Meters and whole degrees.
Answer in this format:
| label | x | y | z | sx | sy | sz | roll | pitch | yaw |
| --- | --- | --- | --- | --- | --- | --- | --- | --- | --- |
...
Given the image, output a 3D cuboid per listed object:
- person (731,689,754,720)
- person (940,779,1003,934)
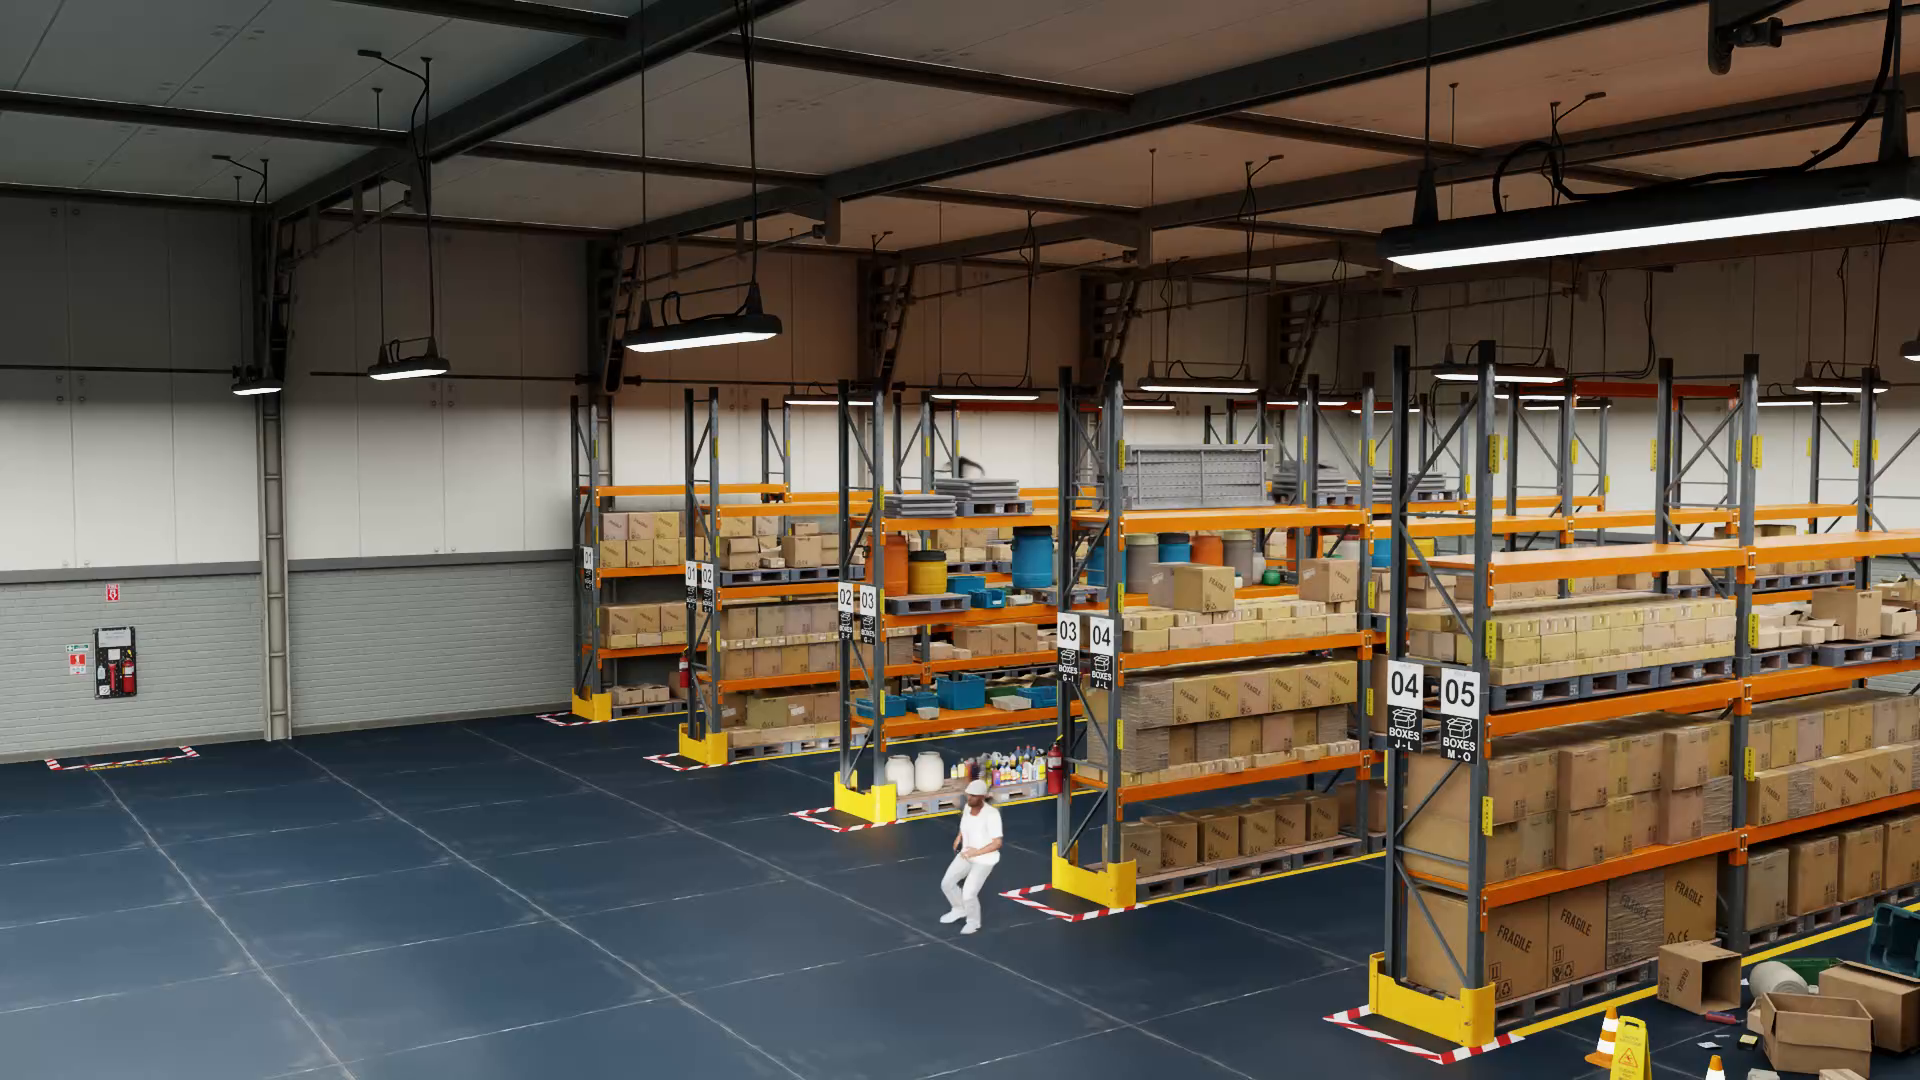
| label | x | y | z | sx | sy | sz | roll | pitch | yaw |
| --- | --- | --- | --- | --- | --- | --- | --- | --- | --- |
| person | -3.954 | 2.457 | 30.541 | 0.706 | 1.738 | 0.821 | 3 | 5 | 41 |
| person | 0.091 | 3.314 | 17.303 | 0.890 | 1.683 | 0.629 | 3 | 5 | 42 |
